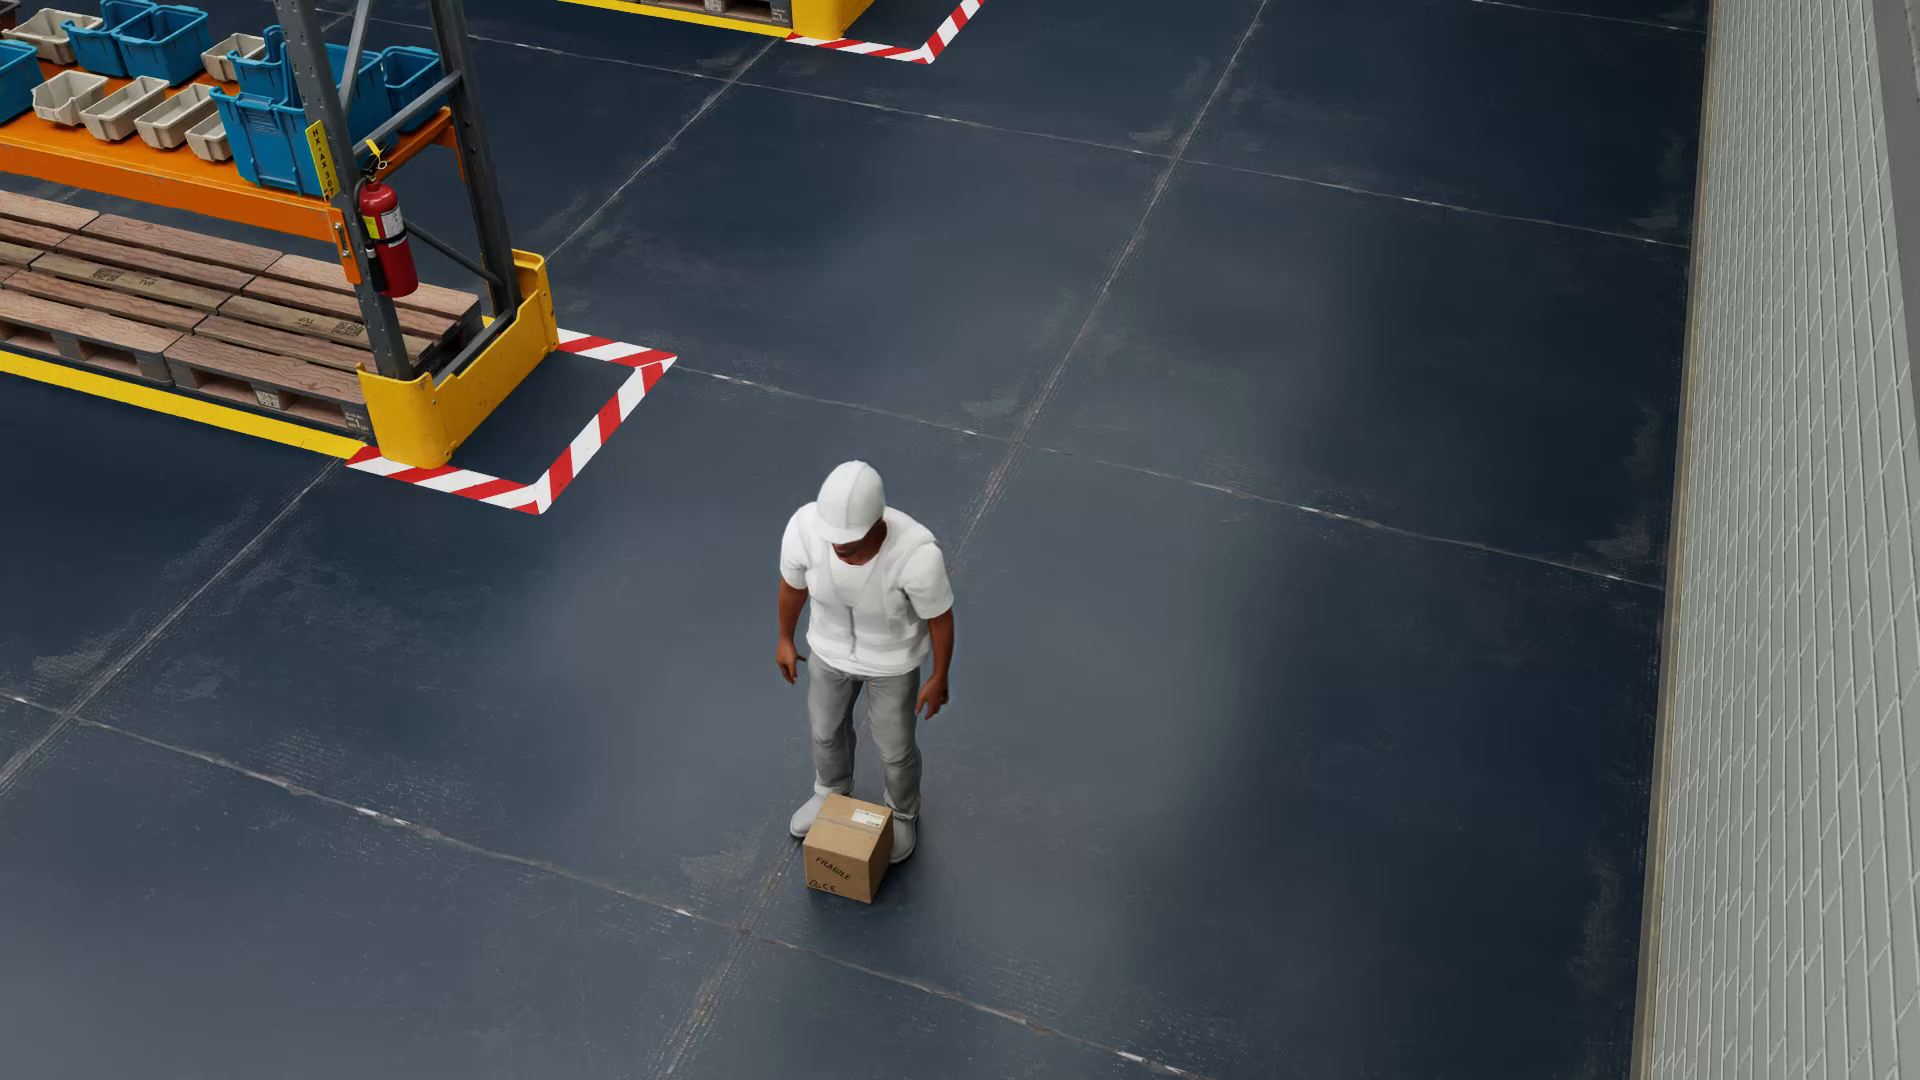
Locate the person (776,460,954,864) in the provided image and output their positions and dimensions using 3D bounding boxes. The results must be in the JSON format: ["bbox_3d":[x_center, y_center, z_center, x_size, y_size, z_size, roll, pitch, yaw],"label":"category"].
[{"bbox_3d":[-0.333,0.406,5.682,0.631,1.760,0.463,13,43,14],"label":"person"}]
